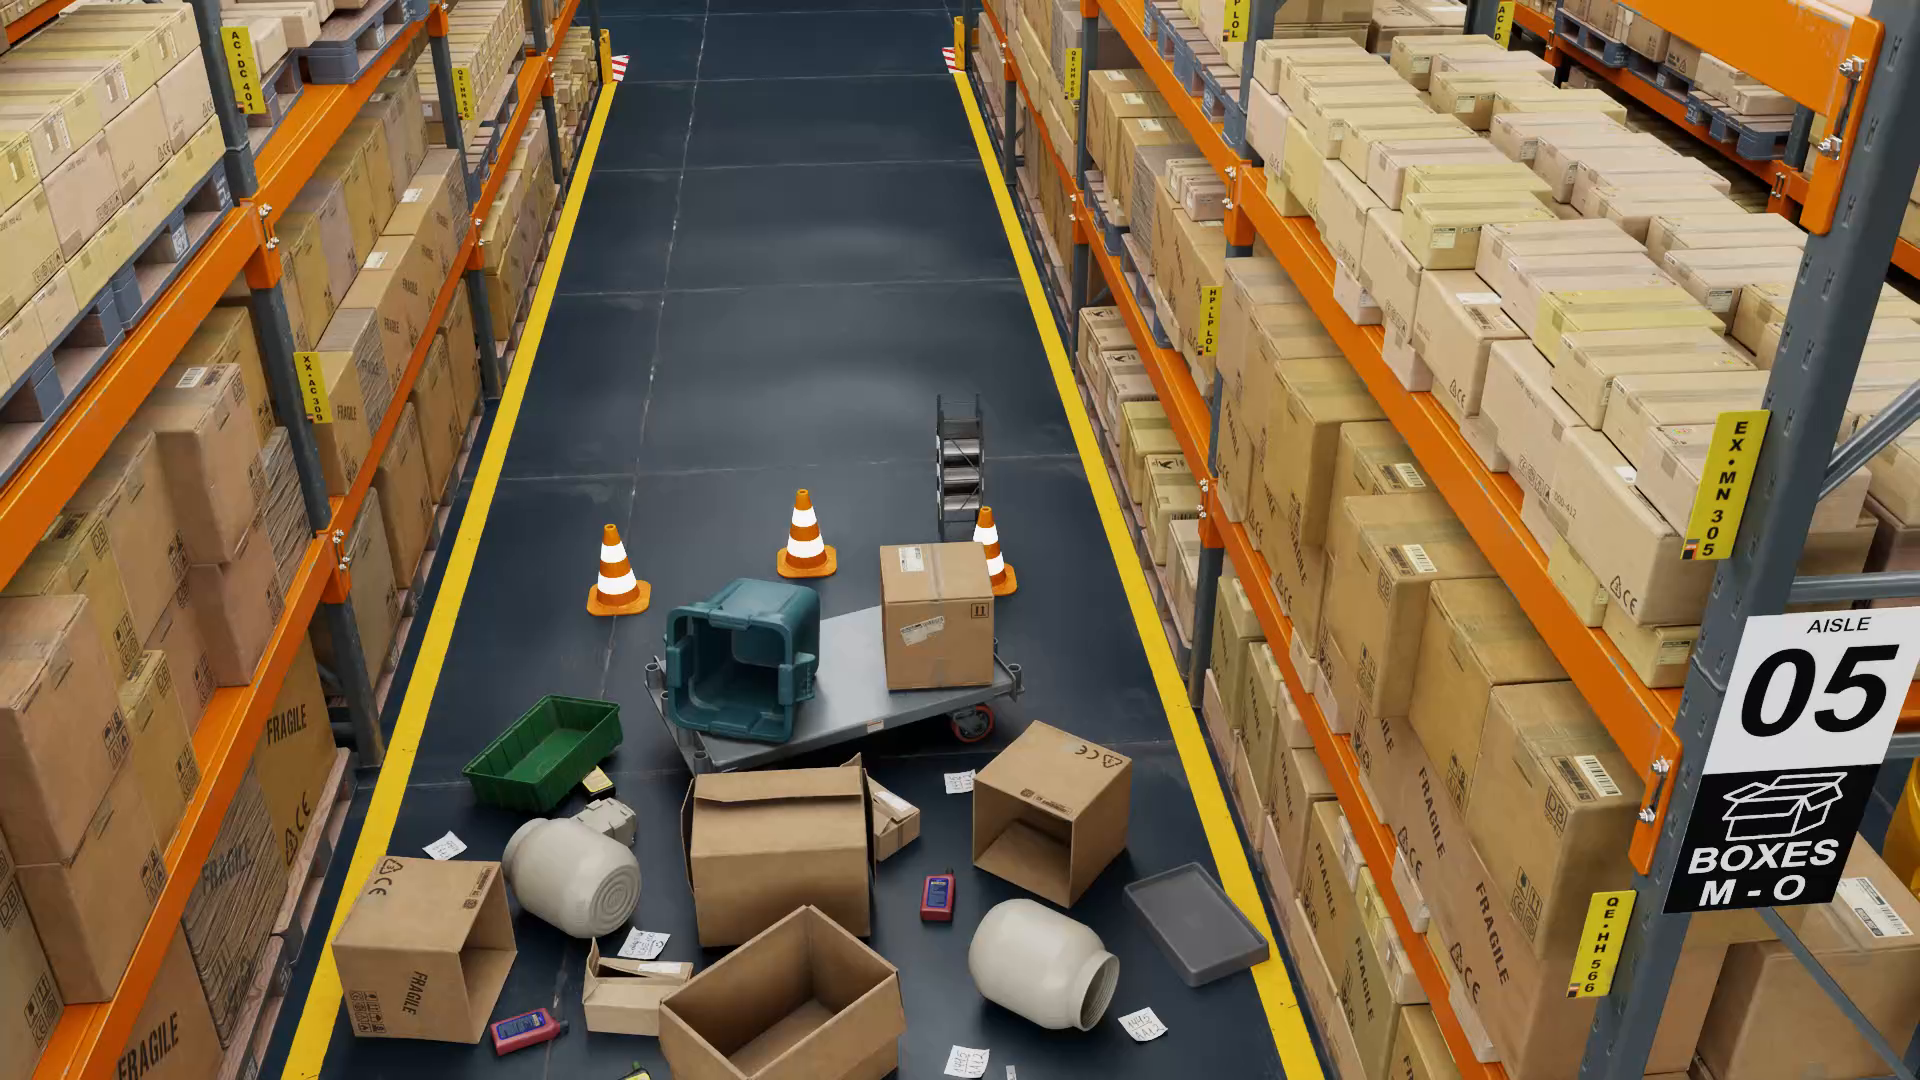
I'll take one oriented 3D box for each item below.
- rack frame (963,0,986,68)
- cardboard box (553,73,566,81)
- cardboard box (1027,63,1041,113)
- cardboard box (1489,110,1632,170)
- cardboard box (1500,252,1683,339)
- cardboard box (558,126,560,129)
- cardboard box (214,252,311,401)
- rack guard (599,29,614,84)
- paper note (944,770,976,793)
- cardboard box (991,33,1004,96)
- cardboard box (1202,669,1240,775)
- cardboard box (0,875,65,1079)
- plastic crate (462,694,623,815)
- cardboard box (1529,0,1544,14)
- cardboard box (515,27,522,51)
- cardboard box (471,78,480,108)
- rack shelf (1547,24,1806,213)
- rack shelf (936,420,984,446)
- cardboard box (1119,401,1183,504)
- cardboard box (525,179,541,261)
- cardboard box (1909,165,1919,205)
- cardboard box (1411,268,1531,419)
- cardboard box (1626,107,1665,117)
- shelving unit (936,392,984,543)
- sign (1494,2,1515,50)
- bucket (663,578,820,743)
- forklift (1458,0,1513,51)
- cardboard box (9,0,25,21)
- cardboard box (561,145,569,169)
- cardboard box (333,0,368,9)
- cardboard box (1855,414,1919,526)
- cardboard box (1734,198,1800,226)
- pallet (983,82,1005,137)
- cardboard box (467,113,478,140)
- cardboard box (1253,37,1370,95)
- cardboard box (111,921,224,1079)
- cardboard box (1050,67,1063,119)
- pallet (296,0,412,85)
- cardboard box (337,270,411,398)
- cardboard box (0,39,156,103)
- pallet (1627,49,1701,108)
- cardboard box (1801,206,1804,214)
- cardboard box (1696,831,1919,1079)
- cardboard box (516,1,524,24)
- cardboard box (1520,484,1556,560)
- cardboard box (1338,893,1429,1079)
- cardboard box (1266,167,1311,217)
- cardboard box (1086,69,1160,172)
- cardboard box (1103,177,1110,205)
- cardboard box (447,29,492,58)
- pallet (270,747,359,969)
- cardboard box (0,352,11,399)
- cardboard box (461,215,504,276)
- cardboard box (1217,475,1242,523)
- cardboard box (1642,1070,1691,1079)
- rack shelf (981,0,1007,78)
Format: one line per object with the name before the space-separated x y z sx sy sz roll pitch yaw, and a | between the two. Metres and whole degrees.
rack frame | 0.534 -6.620 17.908 1.000 3.000 0.127 -3 31 -5
cardboard box | -3.974 -4.358 15.911 0.380 0.149 0.250 -4 31 -7
cardboard box | 0.805 -3.494 12.820 0.500 0.250 0.500 -3 31 -5
cardboard box | 2.015 -1.333 5.599 0.380 0.149 0.250 -3 31 -6
cardboard box | 1.687 -0.652 4.459 0.380 0.149 0.250 -3 31 -5
cardboard box | -3.840 -3.698 15.097 0.380 0.149 0.250 -3 31 -4
cardboard box | -3.316 -0.930 7.309 0.700 0.500 0.500 -3 31 -5
rack guard | -4.378 -5.219 18.000 1.175 0.500 0.348 -3 31 -5
paper note | 0.006 1.134 7.822 0.148 0.019 0.142 -3 31 -5
cardboard box | 0.789 -4.901 17.119 0.875 0.438 0.875 -2 31 -3
cardboard box | 1.441 0.821 7.722 0.500 0.250 0.500 -4 31 -7
cardboard box | -3.043 1.307 4.492 0.875 0.550 0.550 -3 31 -5
plastic crate | -1.943 1.004 7.830 0.450 0.188 0.662 4 30 26
cardboard box | 5.522 -4.992 15.428 0.380 0.149 0.250 -2 31 -3
cardboard box | -3.752 -4.035 13.416 0.380 0.149 0.250 -3 31 -4
cardboard box | -3.563 -3.106 11.571 0.380 0.149 0.250 -3 31 -4
rack shelf | 6.036 -3.487 13.365 1.077 0.370 4.000 -3 31 -5
rack shelf | -0.001 -0.594 9.405 0.258 0.077 0.200 -3 31 -5
cardboard box | 1.466 -0.535 9.873 0.950 0.372 0.625 -2 31 -3
cardboard box | -3.600 -2.506 13.049 0.500 0.500 0.500 -3 31 -6
cardboard box | 6.098 -2.163 10.106 0.500 0.250 0.500 -4 31 -6
cardboard box | 1.614 -0.572 4.714 0.500 0.250 0.500 -2 31 -3
cardboard box | 5.795 -3.599 14.247 0.380 0.149 0.250 -3 31 -5
shelving unit | -0.001 -0.390 9.527 0.258 0.900 0.210 -3 31 -5
sign | 2.194 -2.033 6.799 0.100 0.325 0.005 -3 31 -5
bucket | -0.956 0.508 7.686 0.726 0.611 0.620 8 22 13
forklift | 2.830 -2.414 10.934 1.130 2.935 3.031 3 31 5
cardboard box | -8.777 -4.823 15.146 0.380 0.149 0.250 -2 31 -4
cardboard box | -3.726 -3.446 14.966 0.380 0.149 0.250 -4 31 -7
cardboard box | -3.196 -2.926 8.195 0.500 0.500 0.500 -3 31 -5
cardboard box | 2.199 -0.164 3.643 0.380 0.149 0.250 -3 31 -5
cardboard box | 5.925 -2.401 12.240 0.380 0.149 0.250 -4 31 -7
pallet | 0.797 -4.397 16.905 1.003 0.211 1.213 -3 31 -5
cardboard box | -3.529 -2.832 11.402 0.380 0.149 0.250 -1 31 -2
cardboard box | 1.359 -1.839 6.446 0.380 0.149 0.250 -3 31 -5
cardboard box | -3.104 1.778 5.512 0.875 0.875 0.875 -3 31 -5
cardboard box | 0.931 -3.182 11.812 0.500 0.250 0.500 -4 31 -6
pallet | -3.417 -2.556 8.364 1.003 0.211 1.213 -1 31 -2
cardboard box | -3.137 -1.042 8.472 0.500 0.500 0.500 -3 31 -5
cardboard box | -2.866 -1.521 5.407 0.380 0.149 0.250 -3 31 -5
pallet | 6.037 -3.685 13.182 1.003 0.211 1.213 -3 31 -5
cardboard box | 6.484 -2.442 12.309 0.380 0.149 0.250 -1 31 -2
cardboard box | 2.261 1.123 4.557 0.500 0.500 0.500 -3 31 -5
cardboard box | -3.778 -4.295 13.562 0.380 0.149 0.250 -2 31 -3
cardboard box | 1.670 -0.062 4.249 0.380 0.149 0.250 -2 31 -3
cardboard box | 1.642 1.565 5.747 0.500 0.500 0.500 -2 31 -3
cardboard box | 1.406 -1.366 6.431 0.380 0.149 0.250 -3 31 -5
cardboard box | 1.093 -2.645 10.457 0.500 0.500 0.500 -4 31 -6
cardboard box | 1.099 -2.145 10.252 0.380 0.149 0.250 -5 31 -8
cardboard box | -3.632 -3.618 12.138 0.380 0.149 0.250 -3 31 -5
pallet | -3.271 1.385 7.226 1.003 0.211 1.213 -3 31 -5
cardboard box | -2.721 -0.400 4.308 0.380 0.149 0.250 -3 31 -5
cardboard box | -3.461 -2.039 11.536 0.500 0.250 0.500 -4 31 -7
cardboard box | 1.365 -0.209 7.420 0.380 0.149 0.250 -3 31 -5
cardboard box | 1.781 1.476 4.599 0.380 0.149 0.250 -2 31 -3
rack shelf | 0.721 -5.290 16.383 1.077 0.370 4.000 -3 31 -5
